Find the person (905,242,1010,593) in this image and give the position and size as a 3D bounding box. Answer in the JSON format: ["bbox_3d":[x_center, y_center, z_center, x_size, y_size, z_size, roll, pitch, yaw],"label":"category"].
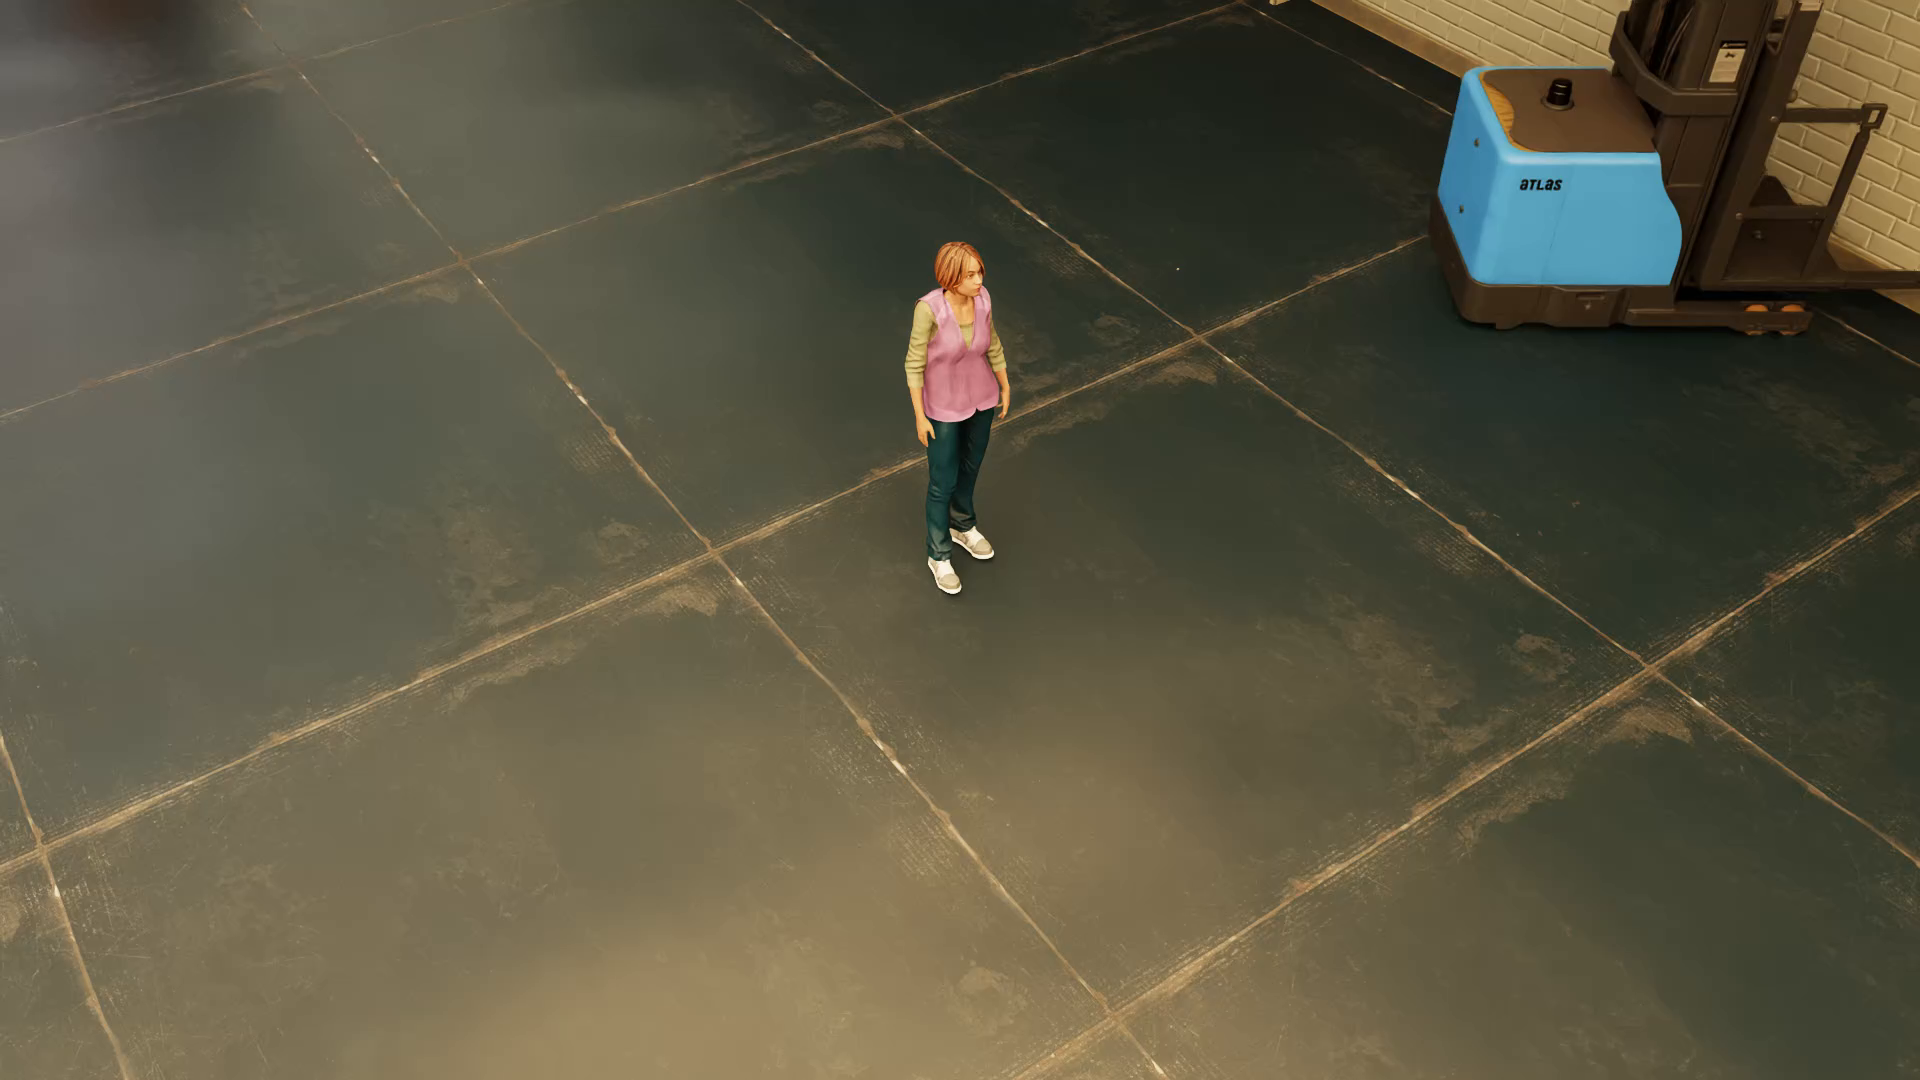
[{"bbox_3d":[0.030,-0.546,7.282,0.520,1.597,0.476,-25,48,-25],"label":"person"}]

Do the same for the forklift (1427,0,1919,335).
[{"bbox_3d":[4.253,-2.560,8.493,3.031,2.935,1.130,0,43,0],"label":"forklift"}]
